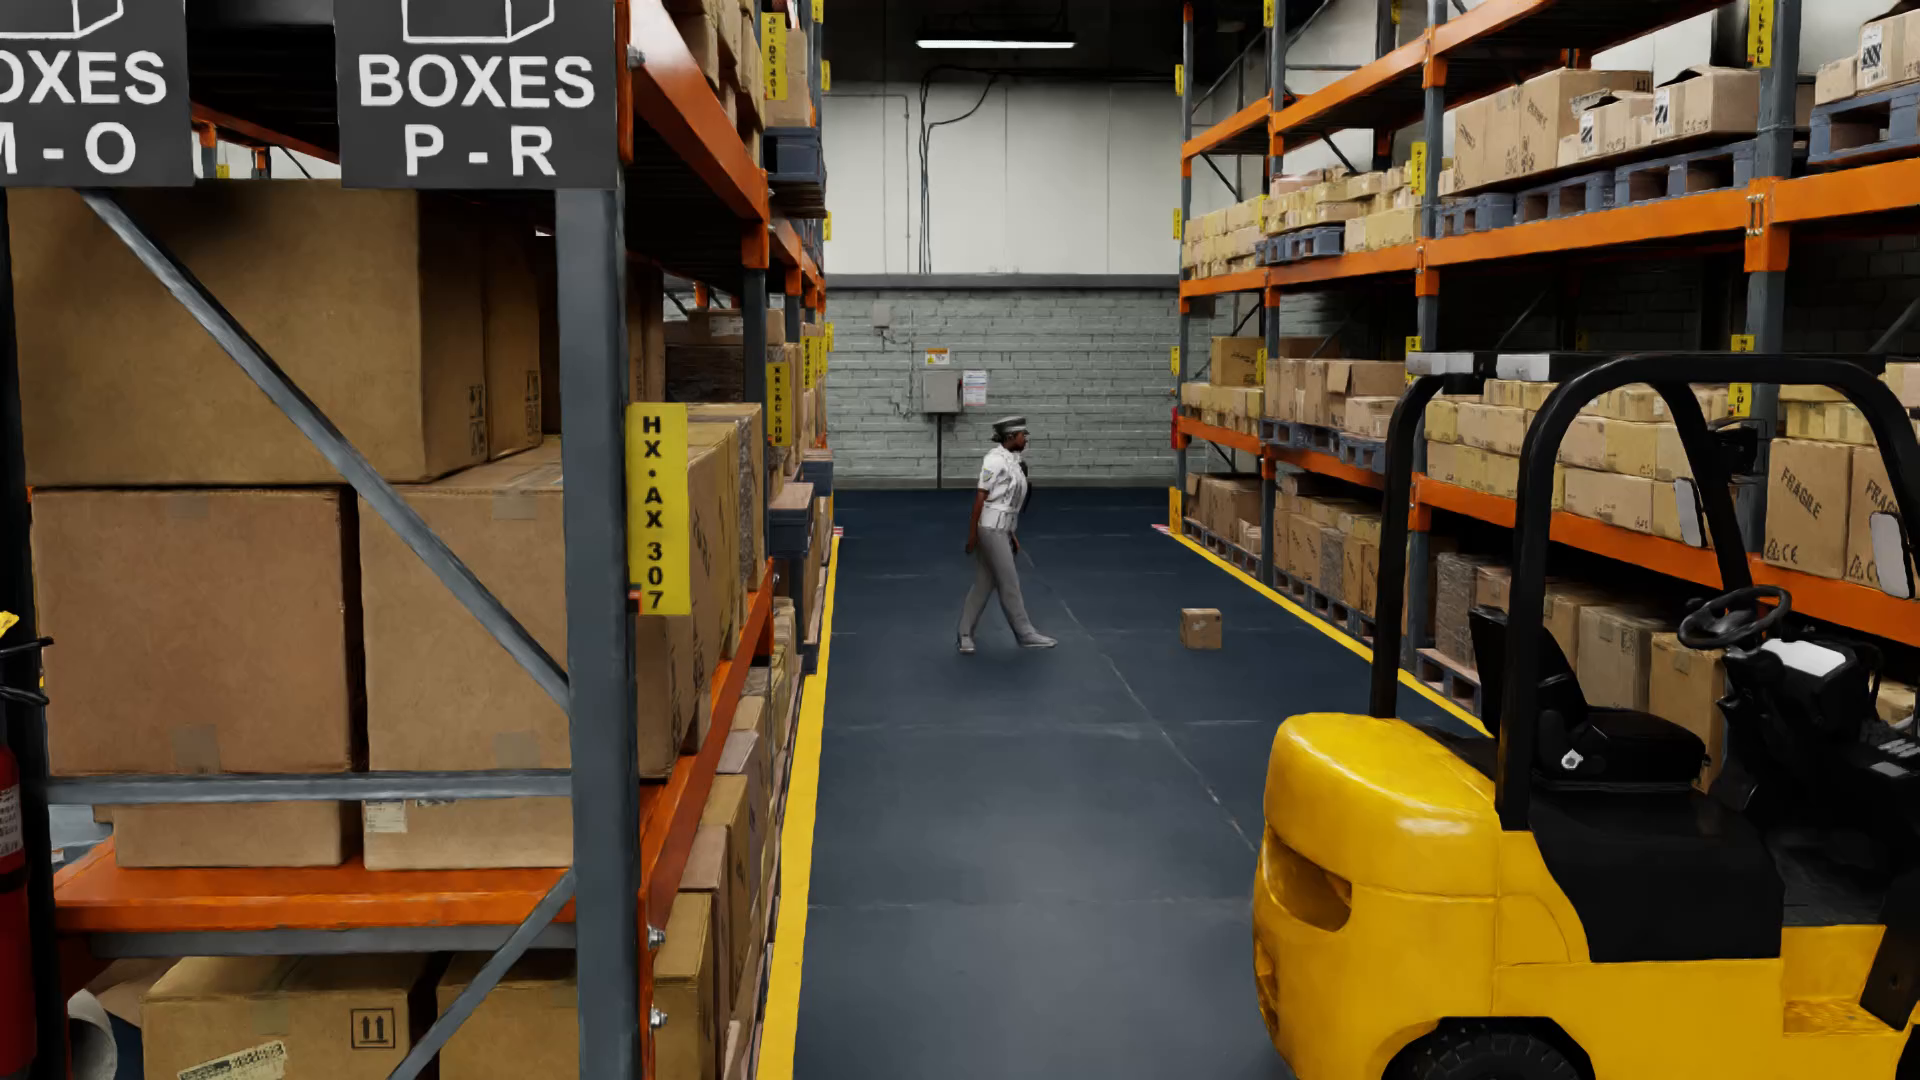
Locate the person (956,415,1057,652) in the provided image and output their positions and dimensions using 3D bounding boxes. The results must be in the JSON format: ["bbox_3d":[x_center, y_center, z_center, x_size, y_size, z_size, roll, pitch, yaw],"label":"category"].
[{"bbox_3d":[0.344,-0.045,11.636,0.761,1.645,0.532,3,8,23],"label":"person"}]
